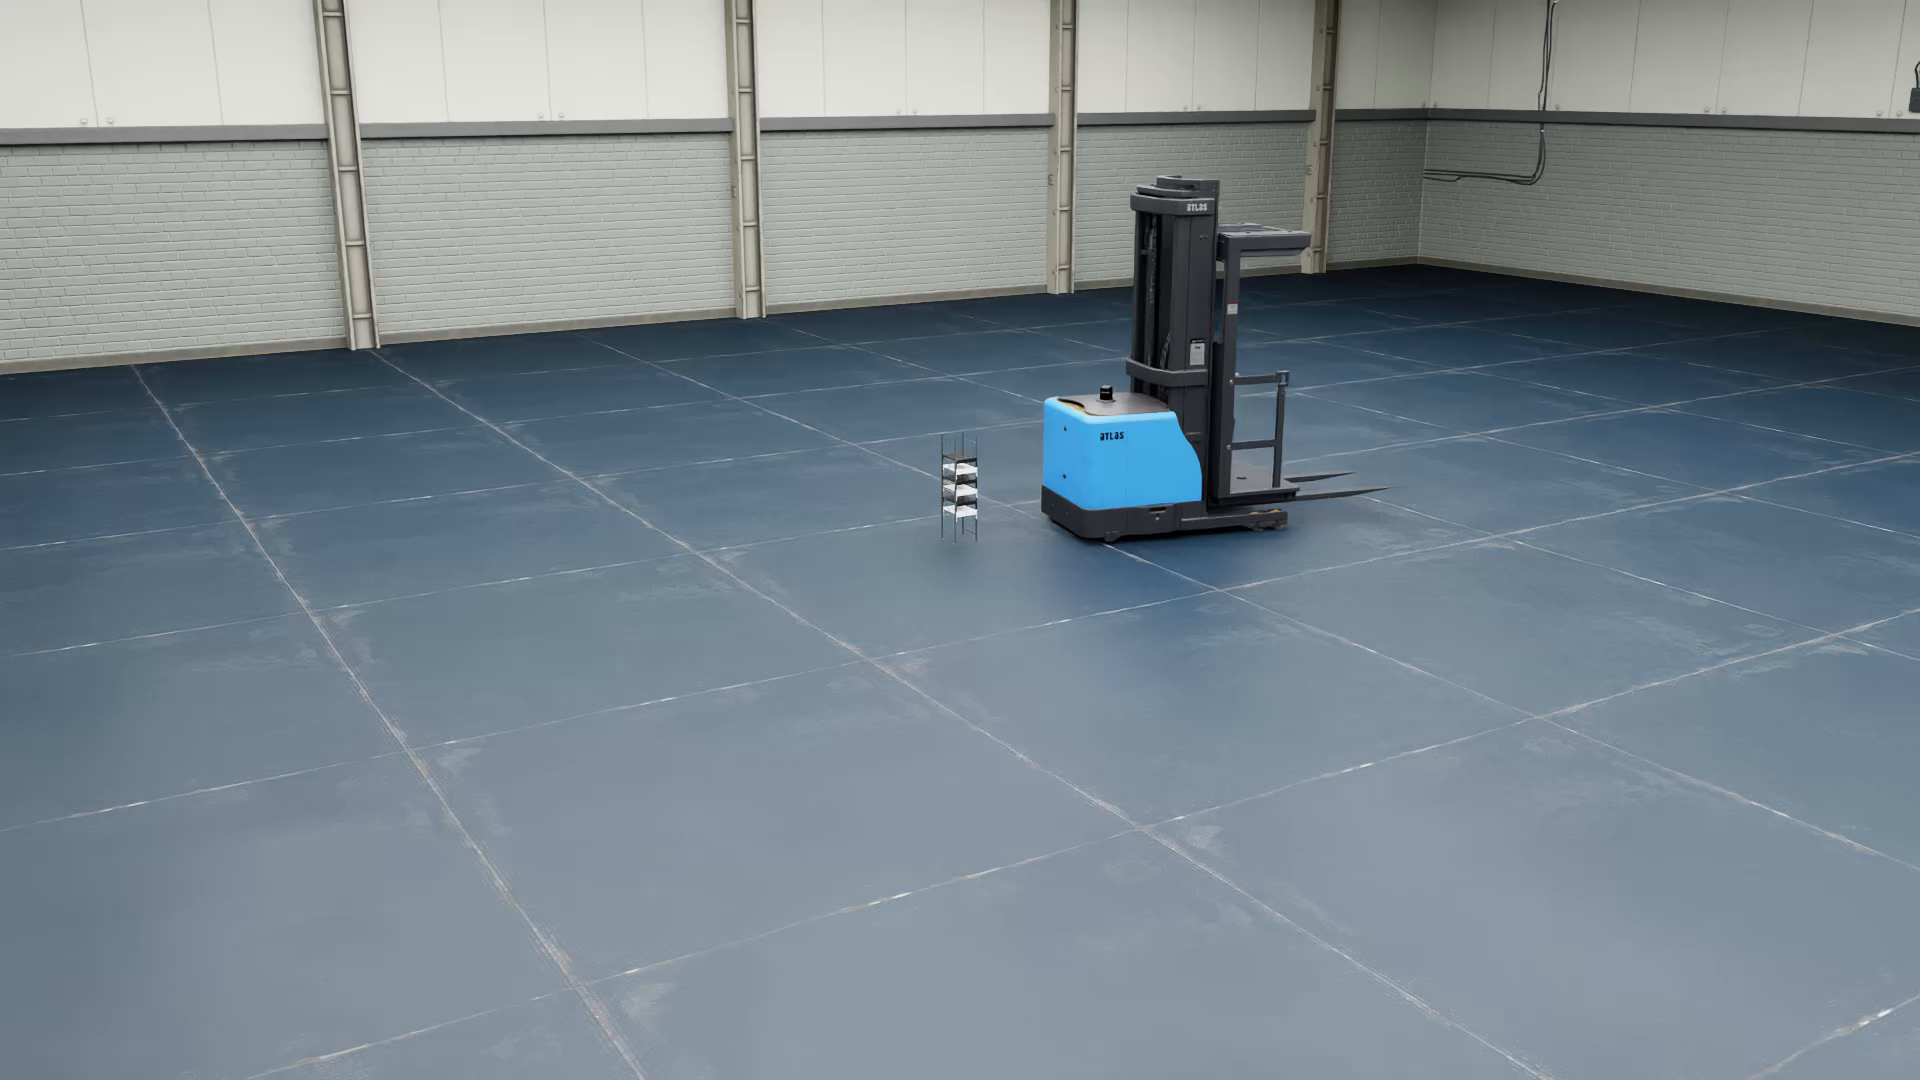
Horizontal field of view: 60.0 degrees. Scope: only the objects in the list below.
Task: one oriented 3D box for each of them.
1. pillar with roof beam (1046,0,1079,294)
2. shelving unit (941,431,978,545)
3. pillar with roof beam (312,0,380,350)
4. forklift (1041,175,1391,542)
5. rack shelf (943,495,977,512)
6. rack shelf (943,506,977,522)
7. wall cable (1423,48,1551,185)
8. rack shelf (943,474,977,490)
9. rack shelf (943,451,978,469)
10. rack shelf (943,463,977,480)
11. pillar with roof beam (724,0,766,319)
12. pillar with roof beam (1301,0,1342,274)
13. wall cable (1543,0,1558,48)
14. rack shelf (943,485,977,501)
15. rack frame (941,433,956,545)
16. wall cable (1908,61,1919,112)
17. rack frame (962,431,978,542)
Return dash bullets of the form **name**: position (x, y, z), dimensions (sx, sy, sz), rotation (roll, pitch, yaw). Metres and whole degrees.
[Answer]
- **pillar with roof beam**: position (4.002, -7.751, 24.889), dimensions (0.400, 9.000, 9.100), rotation (-9, 18, -30)
- **shelving unit**: position (-0.007, -0.432, 13.784), dimensions (0.210, 0.900, 0.258), rotation (-9, 18, -30)
- **pillar with roof beam**: position (-6.284, -6.083, 18.938), dimensions (0.400, 9.000, 9.100), rotation (-9, 18, -30)
- **forklift**: position (2.284, -1.615, 14.240), dimensions (3.031, 2.935, 1.130), rotation (-5, 17, -18)
- **rack shelf**: position (-0.007, -0.313, 13.818), dimensions (0.200, 0.077, 0.258), rotation (-9, 18, -30)
- **rack shelf**: position (-0.007, -0.227, 13.842), dimensions (0.200, 0.077, 0.258), rotation (-9, 18, -30)
- **wall cable**: position (10.134, -8.190, 32.206), dimensions (0.112, 2.526, 3.097), rotation (-9, 18, -30)
- **rack shelf**: position (-0.007, -0.487, 13.769), dimensions (0.200, 0.077, 0.258), rotation (-9, 18, -30)
- **rack shelf**: position (-0.007, -0.660, 13.720), dimensions (0.200, 0.077, 0.258), rotation (-9, 18, -30)
- **rack shelf**: position (-0.007, -0.573, 13.745), dimensions (0.200, 0.077, 0.258), rotation (-9, 18, -30)
- **pillar with roof beam**: position (-1.141, -6.917, 21.913), dimensions (0.400, 9.000, 9.100), rotation (-9, 18, -30)
- **pillar with roof beam**: position (9.145, -8.585, 27.864), dimensions (0.400, 9.000, 9.100), rotation (-9, 18, -30)
- **wall cable**: position (11.527, -9.995, 29.291), dimensions (0.112, 2.526, 3.097), rotation (-9, 18, -30)
- **rack shelf**: position (-0.007, -0.400, 13.793), dimensions (0.200, 0.077, 0.258), rotation (-9, 18, -30)
- **rack frame**: position (-0.094, -0.418, 13.734), dimensions (0.006, 0.900, 0.240), rotation (-9, 18, -30)
- **wall cable**: position (15.010, -9.124, 23.484), dimensions (0.169, 6.003, 2.305), rotation (-9, 18, -30)
- **rack frame**: position (0.080, -0.446, 13.835), dimensions (0.006, 0.900, 0.240), rotation (-9, 18, -30)
